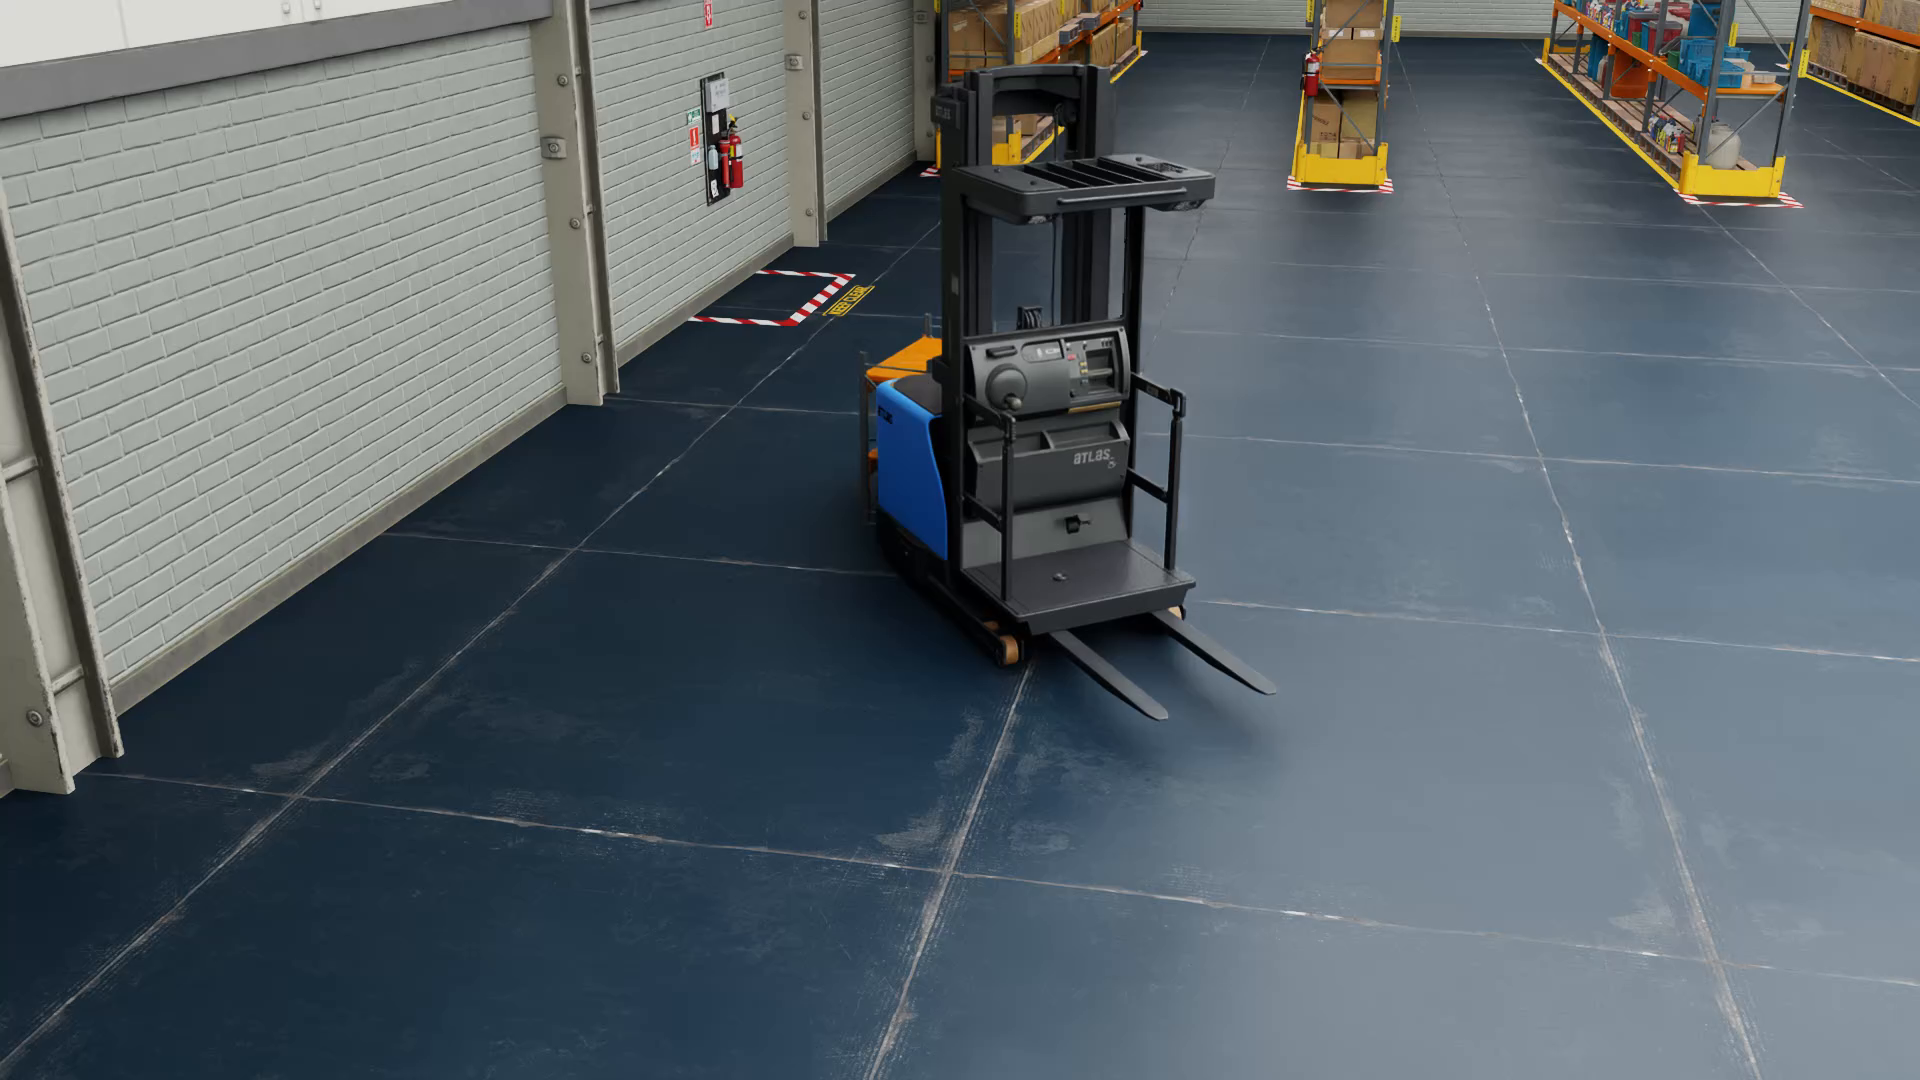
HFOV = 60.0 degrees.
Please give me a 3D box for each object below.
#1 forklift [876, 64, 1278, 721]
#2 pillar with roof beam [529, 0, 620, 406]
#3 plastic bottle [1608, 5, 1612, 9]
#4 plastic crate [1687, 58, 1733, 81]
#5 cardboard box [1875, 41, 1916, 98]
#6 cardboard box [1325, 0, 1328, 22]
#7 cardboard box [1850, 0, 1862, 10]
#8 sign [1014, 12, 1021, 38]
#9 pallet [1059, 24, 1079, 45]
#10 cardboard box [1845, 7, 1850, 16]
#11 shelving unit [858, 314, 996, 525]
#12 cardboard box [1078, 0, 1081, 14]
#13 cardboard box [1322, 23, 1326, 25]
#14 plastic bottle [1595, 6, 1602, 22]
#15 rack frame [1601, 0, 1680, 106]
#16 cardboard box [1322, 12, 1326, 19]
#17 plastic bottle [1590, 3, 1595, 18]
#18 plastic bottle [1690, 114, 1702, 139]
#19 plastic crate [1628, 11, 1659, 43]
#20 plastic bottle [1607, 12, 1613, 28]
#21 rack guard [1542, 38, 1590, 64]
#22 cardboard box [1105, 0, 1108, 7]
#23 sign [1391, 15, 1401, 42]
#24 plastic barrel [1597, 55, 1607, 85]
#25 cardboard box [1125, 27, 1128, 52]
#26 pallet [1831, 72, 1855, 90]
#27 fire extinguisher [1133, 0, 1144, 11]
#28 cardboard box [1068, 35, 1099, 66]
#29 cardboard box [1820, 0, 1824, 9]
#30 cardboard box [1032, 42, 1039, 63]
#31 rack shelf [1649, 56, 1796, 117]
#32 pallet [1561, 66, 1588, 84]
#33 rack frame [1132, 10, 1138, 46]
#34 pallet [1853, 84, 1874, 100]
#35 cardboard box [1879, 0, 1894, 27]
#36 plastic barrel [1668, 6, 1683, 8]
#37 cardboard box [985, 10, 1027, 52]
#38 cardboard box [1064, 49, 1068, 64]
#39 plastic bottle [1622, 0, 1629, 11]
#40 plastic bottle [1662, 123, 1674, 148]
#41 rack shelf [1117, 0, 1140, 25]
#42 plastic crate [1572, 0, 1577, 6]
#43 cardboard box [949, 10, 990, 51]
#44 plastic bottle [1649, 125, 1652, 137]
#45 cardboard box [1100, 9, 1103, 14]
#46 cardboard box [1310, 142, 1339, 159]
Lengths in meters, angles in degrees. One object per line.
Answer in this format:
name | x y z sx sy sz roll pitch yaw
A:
forklift | 0.574 -0.884 8.624 1.130 2.935 3.031 -10 24 -23
pillar with roof beam | 1.302 -4.976 10.663 9.100 9.000 0.400 4 22 11
plastic bottle | 11.880 -9.674 30.524 0.152 0.276 0.135 4 22 11
plastic crate | 9.886 -6.207 21.949 0.499 0.251 0.408 4 22 11
cardboard box | 16.771 -8.167 28.898 1.225 0.875 0.875 5 22 11
cardboard box | 5.311 -7.242 22.449 0.700 0.500 0.500 4 22 10
cardboard box | 17.069 -10.094 31.204 0.500 0.250 0.500 4 22 10
sign | 0.771 -6.948 22.432 0.100 0.325 0.005 4 22 11
pallet | 1.355 -8.230 27.031 1.003 0.211 1.213 4 22 11
cardboard box | 17.083 -10.052 31.634 0.380 0.149 0.250 4 22 10
shelving unit | -0.195 -0.773 10.768 0.538 1.125 1.048 9 24 21
cardboard box | 1.787 -9.592 29.432 0.700 0.500 0.500 2 22 5
cardboard box | 5.086 -6.903 22.476 0.380 0.149 0.250 4 22 10
plastic bottle | 11.684 -9.600 30.342 0.152 0.276 0.135 4 22 11
rack frame | 11.571 -8.759 28.086 1.000 3.000 0.127 4 22 11
cardboard box | 5.455 -7.565 24.120 0.380 0.149 0.250 4 22 9
plastic bottle | 11.795 -9.847 30.962 0.097 0.271 0.097 0 22 0
plastic bottle | 10.765 -6.025 24.254 0.144 0.351 0.185 4 22 11
plastic crate | 10.942 -8.221 26.665 0.402 0.464 0.583 4 22 11
plastic bottle | 11.364 -9.076 29.046 0.097 0.271 0.097 0 22 0
rack guard | 13.196 -10.535 35.842 1.175 0.500 0.348 4 22 11
cardboard box | 2.539 -10.429 31.674 0.500 0.500 0.500 5 22 12
sign | 5.633 -6.606 21.475 0.100 0.325 0.005 4 22 11
plastic barrel | 11.913 -8.606 30.475 0.421 0.512 0.421 0 22 0
cardboard box | 3.256 -10.844 36.049 0.700 0.500 0.500 4 22 9
pallet | 17.468 -8.823 31.978 1.003 0.211 1.213 4 22 11
fire extinguisher | 3.988 -12.251 37.360 0.296 0.674 0.183 4 22 11
cardboard box | 2.151 -8.970 30.927 0.750 0.750 0.750 4 22 10
cardboard box | 17.449 -10.710 33.267 0.380 0.149 0.250 4 22 10
cardboard box | 0.852 -7.059 24.040 0.500 0.250 0.500 4 22 10
rack shelf | 10.347 -6.231 22.772 1.077 0.370 4.000 4 22 11
pallet | 12.500 -9.200 32.914 1.003 0.211 1.213 4 22 11
rack frame | 3.505 -12.440 37.226 1.000 3.000 0.127 4 22 11
pallet | 17.153 -8.263 30.587 1.003 0.211 1.213 4 22 11
cardboard box | 16.693 -9.374 29.481 0.500 0.500 0.500 4 22 10
plastic barrel | 11.570 -8.418 27.091 0.421 0.512 0.421 0 22 0
cardboard box | 0.632 -7.027 22.957 0.500 0.500 0.500 4 22 11
cardboard box | 1.599 -8.435 29.036 0.500 0.250 0.500 5 22 12
plastic bottle | 12.379 -9.849 30.858 0.144 0.351 0.185 4 22 11
plastic bottle | 10.021 -5.715 23.486 0.144 0.351 0.185 5 23 13
rack shelf | 3.097 -11.375 35.544 1.077 0.370 4.000 4 22 11
plastic crate | 12.449 -10.787 33.395 0.293 0.136 0.466 4 22 11
cardboard box | 0.128 -7.064 23.049 0.500 0.500 0.500 4 22 10
plastic bottle | 10.219 -6.044 24.503 0.097 0.201 0.097 0 22 0
cardboard box | 2.529 -10.167 31.892 0.380 0.149 0.250 5 23 13
cardboard box | 4.911 -5.350 22.740 0.500 0.250 0.500 4 22 11
